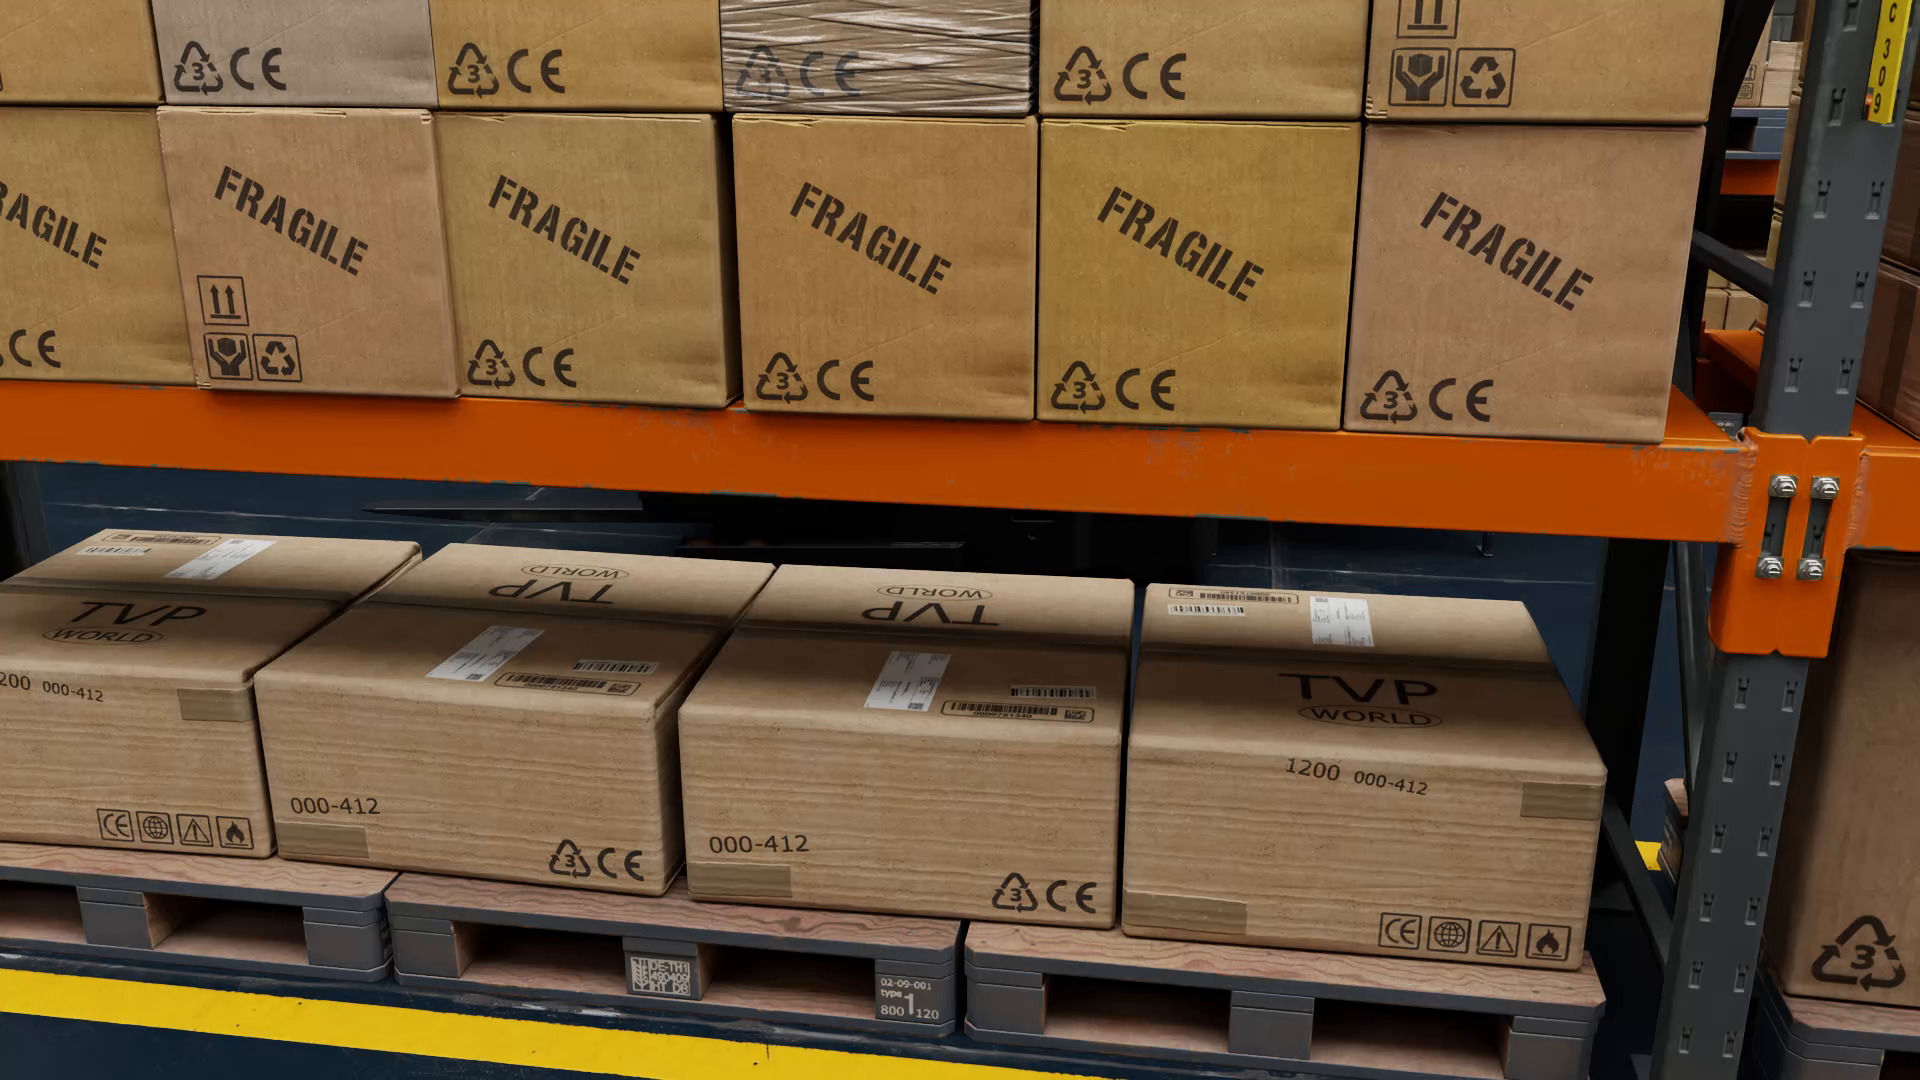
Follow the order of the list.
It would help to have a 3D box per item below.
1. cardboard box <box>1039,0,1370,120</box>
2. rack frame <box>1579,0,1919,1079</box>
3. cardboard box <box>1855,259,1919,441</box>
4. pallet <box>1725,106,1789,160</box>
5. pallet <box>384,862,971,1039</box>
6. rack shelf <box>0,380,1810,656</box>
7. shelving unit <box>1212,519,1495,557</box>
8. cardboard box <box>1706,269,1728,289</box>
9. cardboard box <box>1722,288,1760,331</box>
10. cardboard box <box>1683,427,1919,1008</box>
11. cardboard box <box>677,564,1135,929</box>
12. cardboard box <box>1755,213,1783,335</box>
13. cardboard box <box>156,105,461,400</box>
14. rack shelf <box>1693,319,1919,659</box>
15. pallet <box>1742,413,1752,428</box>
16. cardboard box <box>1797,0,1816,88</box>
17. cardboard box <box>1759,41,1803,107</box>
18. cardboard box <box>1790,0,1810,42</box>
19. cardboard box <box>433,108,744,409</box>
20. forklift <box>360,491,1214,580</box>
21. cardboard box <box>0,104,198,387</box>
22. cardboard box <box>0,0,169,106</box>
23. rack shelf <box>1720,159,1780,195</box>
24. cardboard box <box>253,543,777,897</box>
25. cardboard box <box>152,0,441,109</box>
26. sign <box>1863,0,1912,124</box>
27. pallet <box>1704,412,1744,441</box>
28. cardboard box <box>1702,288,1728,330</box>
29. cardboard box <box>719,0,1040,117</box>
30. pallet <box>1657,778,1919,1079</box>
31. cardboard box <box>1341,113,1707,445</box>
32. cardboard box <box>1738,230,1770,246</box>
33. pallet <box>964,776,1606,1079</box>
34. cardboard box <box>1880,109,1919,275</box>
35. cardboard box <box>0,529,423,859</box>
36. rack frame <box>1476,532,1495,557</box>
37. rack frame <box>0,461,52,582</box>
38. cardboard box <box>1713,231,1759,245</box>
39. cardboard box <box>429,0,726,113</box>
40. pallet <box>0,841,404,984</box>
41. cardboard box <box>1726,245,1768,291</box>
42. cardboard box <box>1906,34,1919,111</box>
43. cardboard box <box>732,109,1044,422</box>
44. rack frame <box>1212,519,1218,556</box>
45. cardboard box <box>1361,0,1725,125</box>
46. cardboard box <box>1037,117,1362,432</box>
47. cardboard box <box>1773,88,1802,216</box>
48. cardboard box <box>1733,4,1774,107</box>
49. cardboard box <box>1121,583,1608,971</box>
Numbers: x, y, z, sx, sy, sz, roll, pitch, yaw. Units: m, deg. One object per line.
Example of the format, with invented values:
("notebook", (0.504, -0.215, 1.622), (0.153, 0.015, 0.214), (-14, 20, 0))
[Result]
("cardboard box", (0.407, -0.974, 2.754), (0.500, 0.500, 0.500), (3, 19, 8))
("rack frame", (1.417, -0.487, 3.032), (0.127, 3.000, 1.000), (3, 19, 9))
("cardboard box", (1.809, -0.311, 2.743), (0.500, 0.250, 0.500), (2, 19, 7))
("pallet", (2.972, -1.877, 7.489), (1.213, 0.211, 1.003), (3, 19, 9))
("pallet", (-0.530, 0.712, 3.844), (1.213, 0.211, 1.003), (3, 19, 9))
("rack shelf", (-0.558, -0.247, 3.447), (4.000, 0.370, 1.077), (3, 19, 9))
("shelving unit", (1.437, -0.729, 6.117), (1.048, 1.500, 0.538), (0, 18, 0))
("cardboard box", (3.326, -1.254, 7.579), (0.250, 0.149, 0.380), (3, 19, 8))
("cardboard box", (3.662, -0.911, 7.577), (0.500, 0.500, 0.500), (2, 19, 7))
("cardboard box", (2.042, 0.327, 3.285), (0.875, 0.875, 0.875), (4, 19, 10))
("cardboard box", (-0.070, 0.418, 3.701), (0.875, 0.438, 0.875), (2, 19, 7))
("cardboard box", (1.900, -0.473, 3.225), (0.500, 0.250, 0.500), (2, 19, 7))
("cardboard box", (-1.101, -0.574, 3.134), (0.500, 0.500, 0.500), (3, 19, 8))
("rack shelf", (3.391, -0.046, 2.846), (4.000, 0.370, 1.077), (3, 19, 9))
("pallet", (4.218, -0.630, 7.855), (1.213, 0.211, 1.003), (3, 19, 9))
("cardboard box", (1.898, -1.065, 3.026), (0.500, 0.500, 0.500), (4, 19, 10))
("cardboard box", (3.511, -1.988, 7.067), (0.258, 0.266, 0.396), (4, 19, 11))
("cardboard box", (3.929, -2.129, 7.120), (0.500, 0.500, 0.700), (3, 19, 8))
("cardboard box", (-0.604, -0.554, 3.074), (0.500, 0.500, 0.500), (4, 19, 10))
("forklift", (-0.624, -1.391, 5.842), (3.031, 2.935, 1.130), (0, 19, 0))
("cardboard box", (-1.600, -0.605, 3.227), (0.500, 0.500, 0.500), (3, 19, 8))
("cardboard box", (-1.593, -1.073, 3.049), (0.500, 0.500, 0.500), (2, 19, 7))
("rack shelf", (4.175, -1.601, 7.494), (4.000, 0.370, 1.077), (3, 19, 9))
("cardboard box", (-0.960, 0.373, 3.839), (0.875, 0.438, 0.875), (3, 19, 10))
("cardboard box", (-1.083, -1.050, 2.979), (0.500, 0.500, 0.500), (3, 19, 8))
("sign", (1.330, -0.762, 2.363), (0.005, 0.325, 0.100), (3, 19, 9))
("pallet", (3.009, -0.691, 8.036), (1.213, 0.211, 1.003), (3, 19, 9))
("cardboard box", (3.170, -0.938, 7.656), (0.500, 0.500, 0.500), (3, 19, 8))
("cardboard box", (-0.097, -0.997, 2.822), (0.500, 0.500, 0.500), (3, 19, 9))
("pallet", (2.191, 0.850, 3.429), (1.213, 0.211, 1.003), (3, 19, 9))
("cardboard box", (0.918, -0.478, 2.847), (0.500, 0.500, 0.500), (3, 19, 9))
("cardboard box", (3.894, -1.384, 7.967), (0.250, 0.149, 0.380), (3, 19, 9))
("pallet", (0.678, 0.772, 3.662), (1.213, 0.211, 1.003), (3, 19, 9))
("cardboard box", (1.806, -0.543, 2.647), (0.500, 0.250, 0.500), (2, 19, 7))
("cardboard box", (-1.865, 0.329, 3.968), (0.875, 0.438, 0.875), (2, 19, 7))
("rack frame", (1.945, -0.727, 6.113), (0.032, 1.500, 0.500), (0, 18, 0))
("rack frame", (-2.533, -0.689, 3.634), (0.127, 3.000, 1.000), (3, 19, 9))
("cardboard box", (3.632, -1.379, 7.953), (0.250, 0.149, 0.380), (3, 19, 10))
("cardboard box", (-0.590, -1.025, 2.905), (0.500, 0.500, 0.500), (3, 19, 9))
("pallet", (-1.731, 0.649, 4.029), (1.213, 0.211, 1.003), (3, 19, 9))
("cardboard box", (3.567, -1.230, 7.506), (0.250, 0.149, 0.380), (3, 19, 9))
("cardboard box", (1.806, -0.897, 2.522), (0.500, 0.500, 0.500), (3, 19, 9))
("cardboard box", (-0.089, -0.523, 2.981), (0.500, 0.500, 0.500), (3, 19, 8))
("rack frame", (0.929, -0.730, 6.121), (0.032, 1.500, 0.500), (0, 18, 0))
("cardboard box", (0.907, -0.946, 2.670), (0.500, 0.500, 0.500), (3, 19, 8))
("cardboard box", (0.409, -0.502, 2.919), (0.500, 0.500, 0.500), (2, 19, 7))
("cardboard box", (1.891, -0.707, 3.138), (0.500, 0.250, 0.500), (3, 19, 9))
("cardboard box", (3.154, -2.169, 7.238), (0.500, 0.500, 0.700), (3, 19, 9))
("cardboard box", (0.814, 0.463, 3.567), (0.875, 0.438, 0.875), (3, 19, 8))
